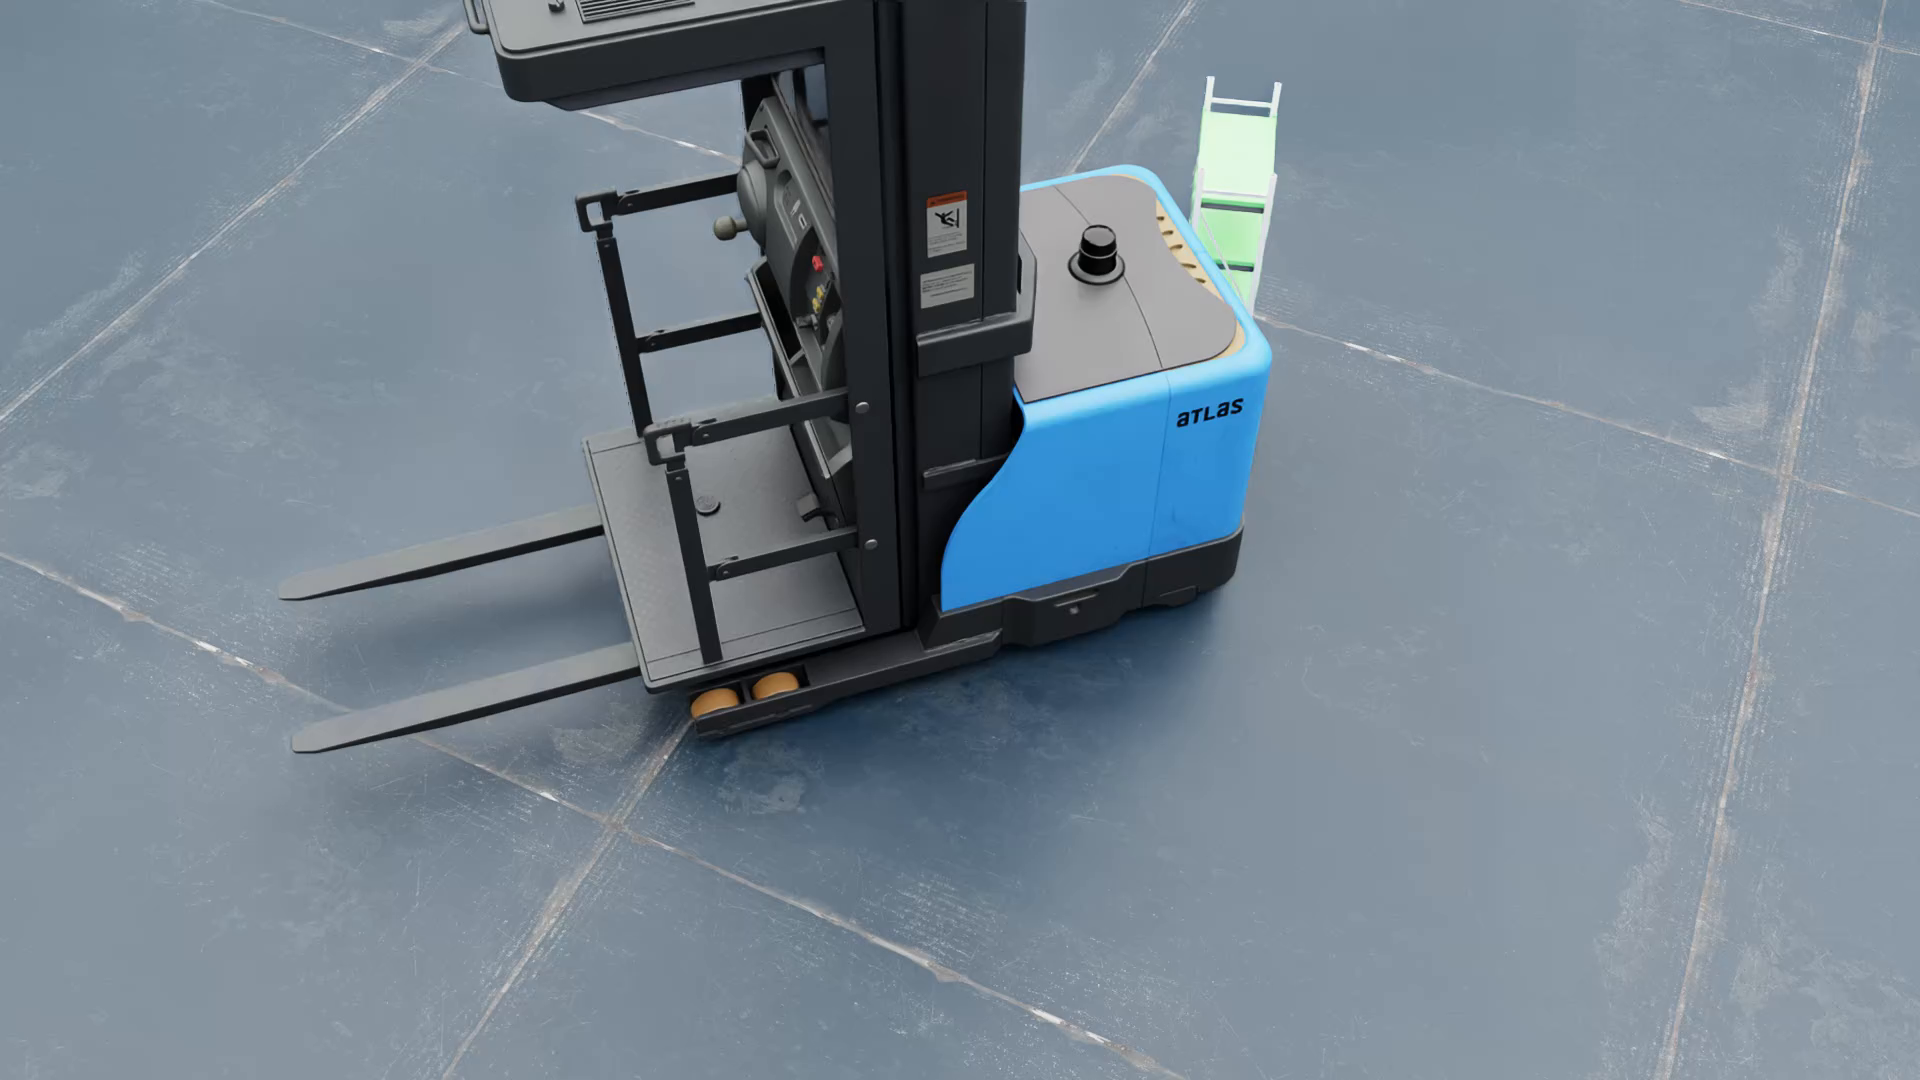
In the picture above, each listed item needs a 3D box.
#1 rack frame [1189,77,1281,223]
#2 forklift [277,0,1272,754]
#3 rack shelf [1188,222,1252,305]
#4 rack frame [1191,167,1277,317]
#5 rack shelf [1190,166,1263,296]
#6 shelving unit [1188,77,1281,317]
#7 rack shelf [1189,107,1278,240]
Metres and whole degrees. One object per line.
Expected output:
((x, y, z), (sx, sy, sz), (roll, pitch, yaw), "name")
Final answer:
((0.934, -1.116, 5.912), (0.240, 1.200, 0.015), (7, 50, 6), "rack frame")
((-0.648, -0.784, 4.493), (3.031, 2.935, 1.130), (-14, 51, -12), "forklift")
((0.896, -0.891, 5.804), (0.258, 0.148, 0.480), (7, 50, 6), "rack shelf")
((0.859, -0.749, 5.599), (0.240, 1.200, 0.015), (7, 50, 6), "rack frame")
((0.896, -1.046, 5.621), (0.258, 0.148, 0.480), (7, 50, 6), "rack shelf")
((0.896, -0.932, 5.755), (0.258, 1.200, 0.503), (7, 50, 6), "shelving unit")
((0.896, -1.202, 5.439), (0.258, 0.148, 0.480), (7, 50, 6), "rack shelf")
